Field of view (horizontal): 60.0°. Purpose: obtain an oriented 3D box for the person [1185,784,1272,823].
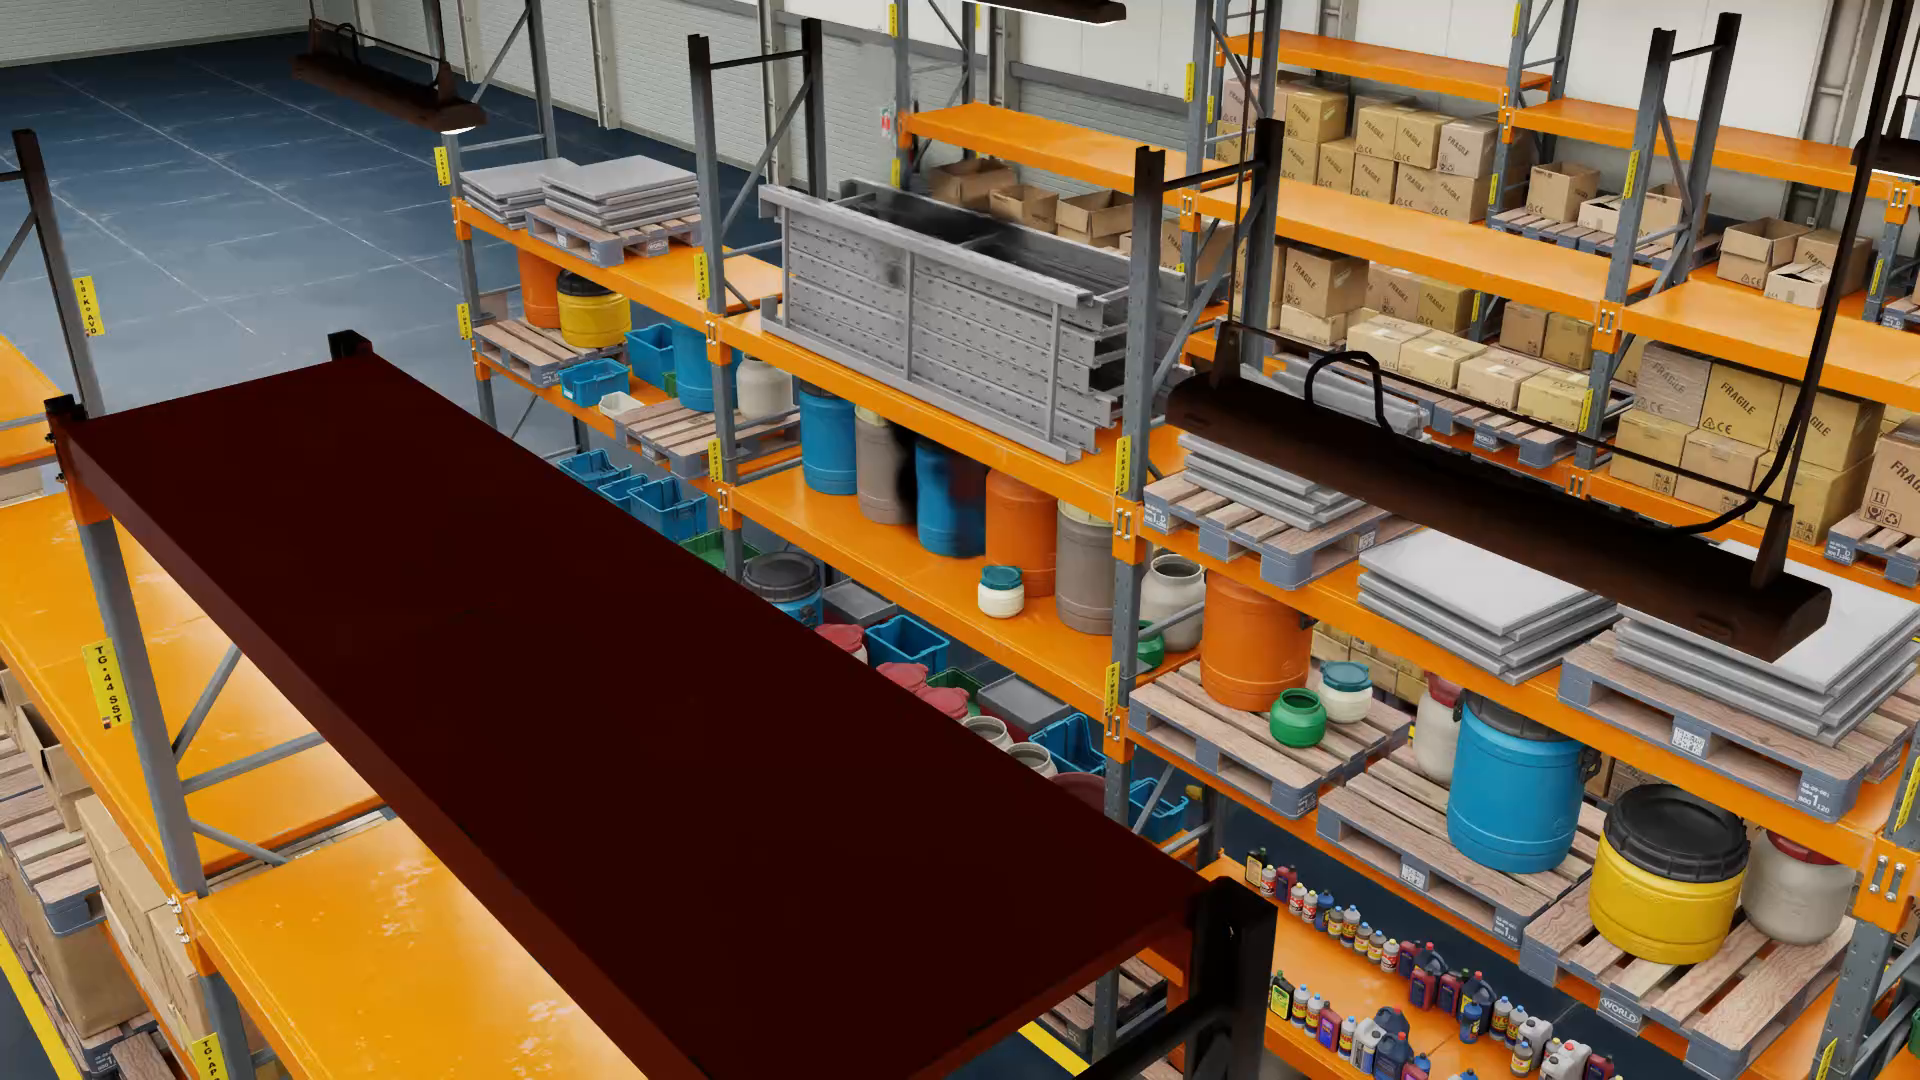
[{"bbox_3d":[2.136,1.318,12.405,0.896,1.798,0.712,23,35,37],"label":"person"}]
